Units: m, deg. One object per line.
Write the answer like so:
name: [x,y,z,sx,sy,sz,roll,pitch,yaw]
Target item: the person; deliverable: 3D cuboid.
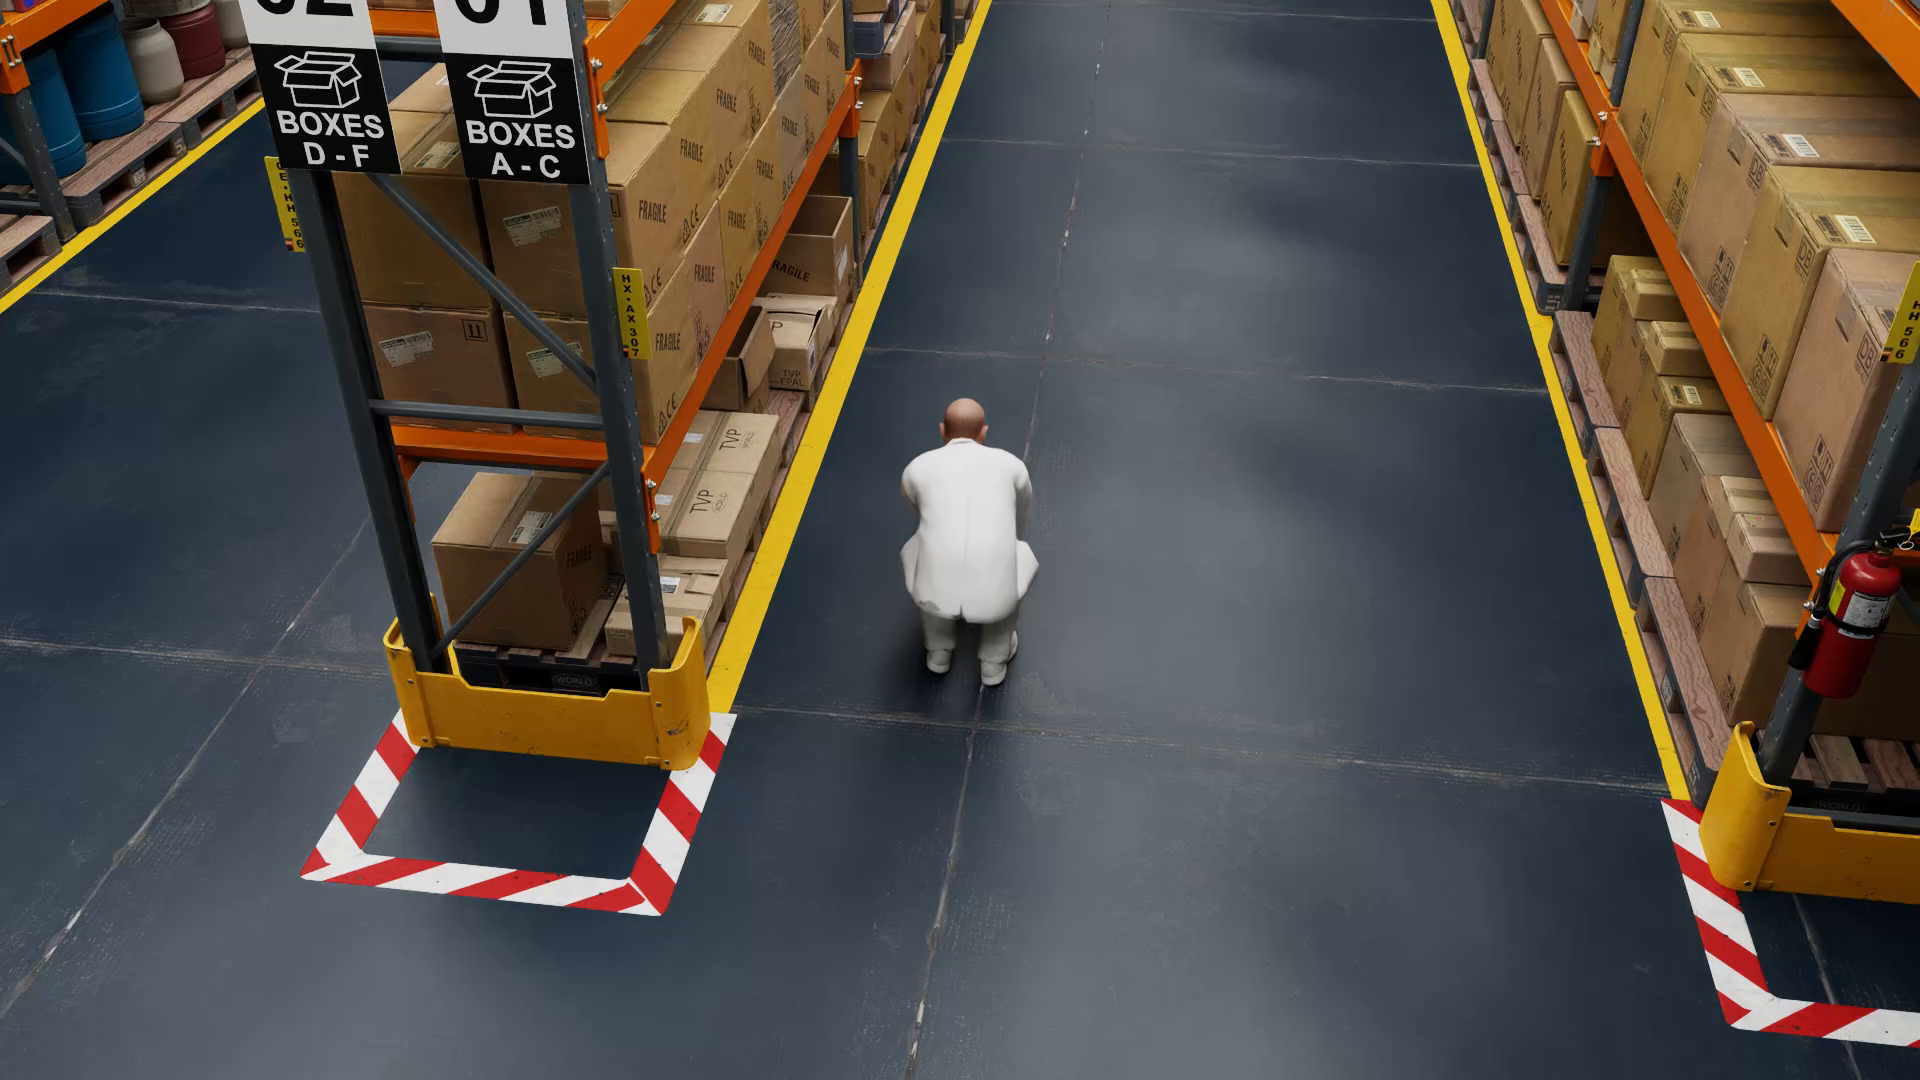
person: [0.042,0.004,6.843,0.579,0.981,0.936,4,36,5]
